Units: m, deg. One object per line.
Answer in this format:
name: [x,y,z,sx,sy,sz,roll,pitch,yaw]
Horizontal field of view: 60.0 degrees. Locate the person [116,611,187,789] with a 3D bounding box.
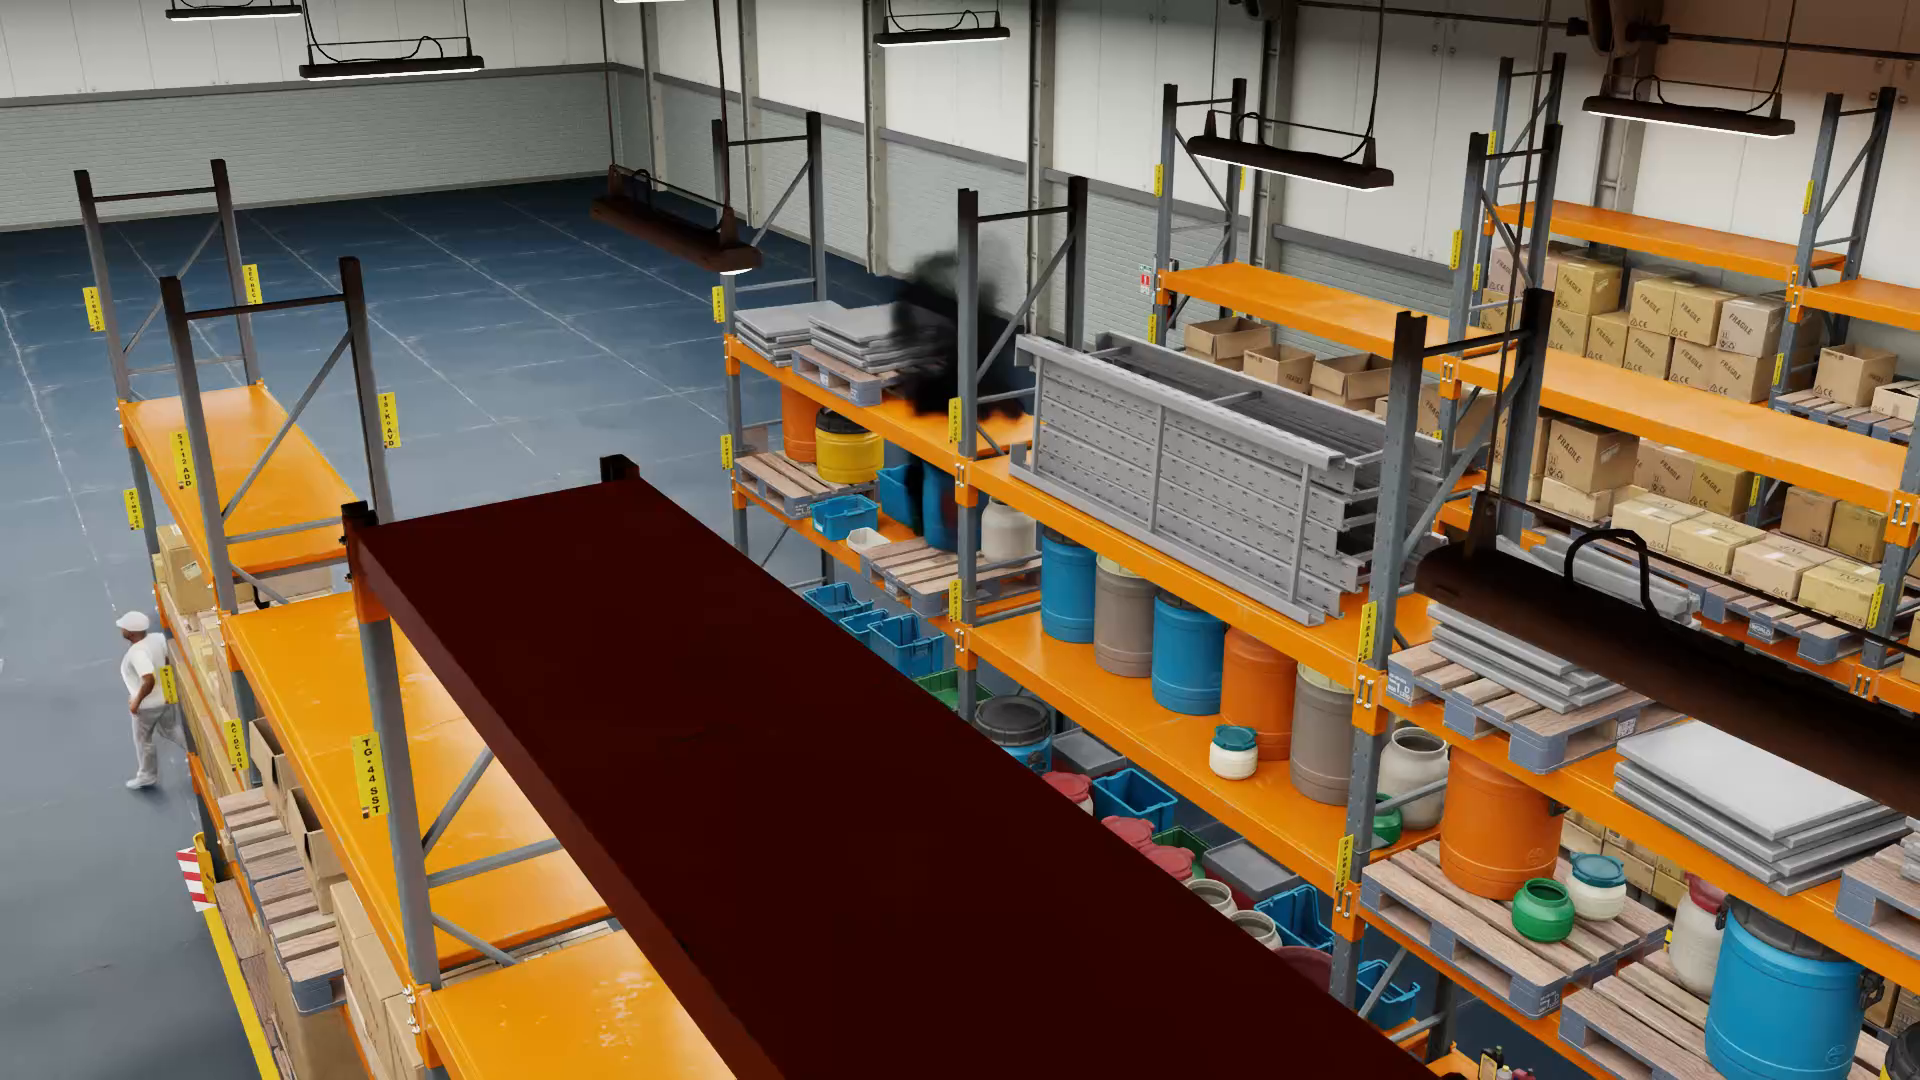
person: [-7.416,1.479,15.336,0.863,1.786,0.725,1,22,2]
